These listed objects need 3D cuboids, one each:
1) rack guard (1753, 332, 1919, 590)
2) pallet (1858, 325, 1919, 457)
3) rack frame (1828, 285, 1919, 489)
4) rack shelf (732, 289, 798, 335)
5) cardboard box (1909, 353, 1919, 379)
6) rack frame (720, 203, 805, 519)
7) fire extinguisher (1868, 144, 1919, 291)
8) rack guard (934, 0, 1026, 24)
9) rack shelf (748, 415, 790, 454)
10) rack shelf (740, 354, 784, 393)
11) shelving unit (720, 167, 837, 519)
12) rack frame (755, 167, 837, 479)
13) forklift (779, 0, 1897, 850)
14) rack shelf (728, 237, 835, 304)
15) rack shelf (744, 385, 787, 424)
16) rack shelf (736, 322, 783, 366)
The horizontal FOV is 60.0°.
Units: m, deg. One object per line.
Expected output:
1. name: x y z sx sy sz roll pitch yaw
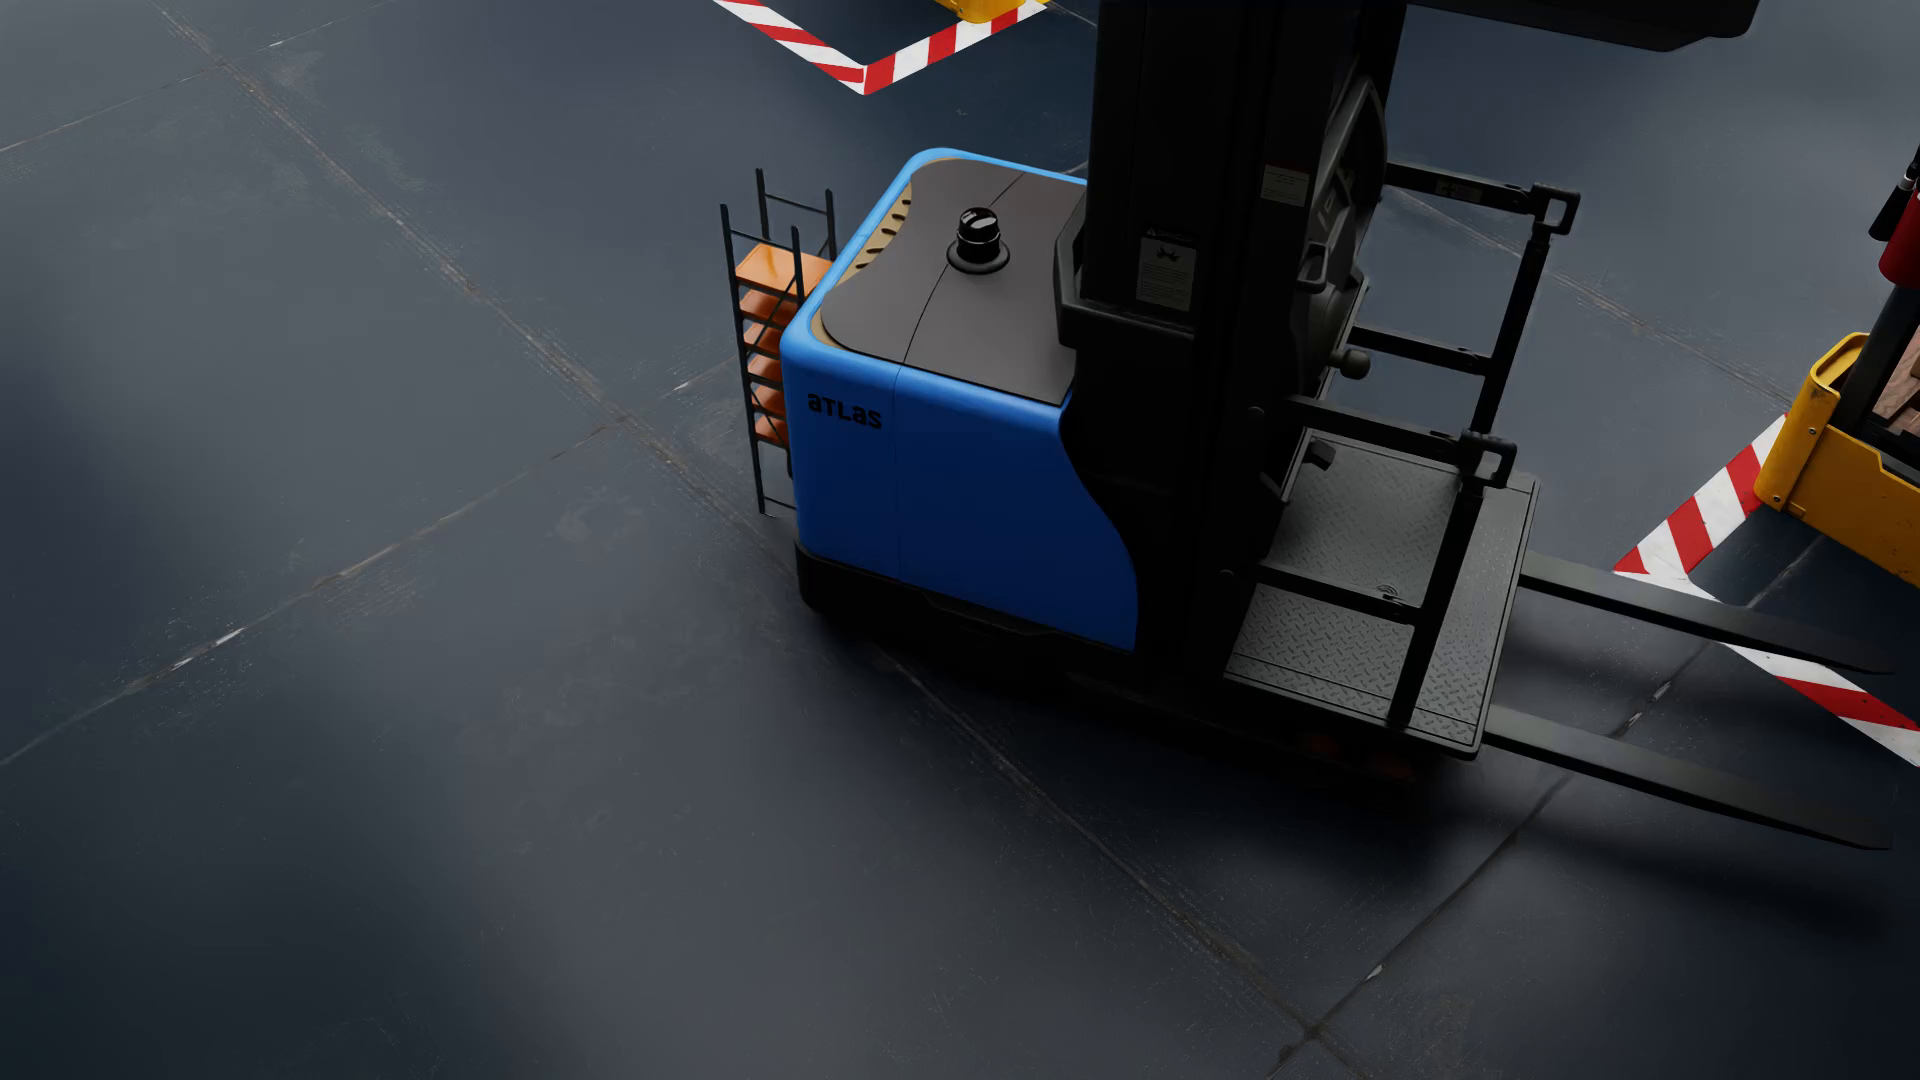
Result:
1. rack guard: 3.068 -0.094 4.997 0.348 0.500 1.175 -34 56 -27
2. pallet: 3.624 -0.446 5.518 1.213 0.211 1.003 -34 56 -27
3. rack frame: 3.085 -0.954 4.089 0.127 3.000 1.000 -34 56 -27
4. rack shelf: -0.493 -0.647 4.765 0.258 0.103 0.180 20 50 18
5. cardboard box: 3.536 -0.649 5.223 0.500 0.500 0.700 -34 56 -27
6. rack frame: -0.534 -0.454 4.853 0.240 1.200 0.006 20 50 18
7. fire extinguisher: 2.663 -0.977 4.417 0.183 0.674 0.296 -34 56 -27
8. rack guard: -0.194 -2.835 7.526 0.348 0.500 1.175 -34 56 -27
9. rack shelf: -0.493 -0.322 5.118 0.258 0.103 0.180 20 50 18
10. rack shelf: -0.493 -0.485 4.941 0.258 0.103 0.180 20 50 18
11. shelving unit: -0.493 -0.515 4.908 0.258 1.200 0.189 20 50 18
12. rack frame: -0.453 -0.575 4.964 0.240 1.200 0.006 20 50 18
13. forklift: 1.085 -0.700 3.902 3.031 2.935 1.130 16 49 15
14. rack shelf: -0.493 -0.729 4.677 0.258 0.103 0.180 20 50 18
15. rack shelf: -0.493 -0.403 5.029 0.258 0.103 0.180 20 50 18
16. rack shelf: -0.493 -0.566 4.853 0.258 0.103 0.180 20 50 18
